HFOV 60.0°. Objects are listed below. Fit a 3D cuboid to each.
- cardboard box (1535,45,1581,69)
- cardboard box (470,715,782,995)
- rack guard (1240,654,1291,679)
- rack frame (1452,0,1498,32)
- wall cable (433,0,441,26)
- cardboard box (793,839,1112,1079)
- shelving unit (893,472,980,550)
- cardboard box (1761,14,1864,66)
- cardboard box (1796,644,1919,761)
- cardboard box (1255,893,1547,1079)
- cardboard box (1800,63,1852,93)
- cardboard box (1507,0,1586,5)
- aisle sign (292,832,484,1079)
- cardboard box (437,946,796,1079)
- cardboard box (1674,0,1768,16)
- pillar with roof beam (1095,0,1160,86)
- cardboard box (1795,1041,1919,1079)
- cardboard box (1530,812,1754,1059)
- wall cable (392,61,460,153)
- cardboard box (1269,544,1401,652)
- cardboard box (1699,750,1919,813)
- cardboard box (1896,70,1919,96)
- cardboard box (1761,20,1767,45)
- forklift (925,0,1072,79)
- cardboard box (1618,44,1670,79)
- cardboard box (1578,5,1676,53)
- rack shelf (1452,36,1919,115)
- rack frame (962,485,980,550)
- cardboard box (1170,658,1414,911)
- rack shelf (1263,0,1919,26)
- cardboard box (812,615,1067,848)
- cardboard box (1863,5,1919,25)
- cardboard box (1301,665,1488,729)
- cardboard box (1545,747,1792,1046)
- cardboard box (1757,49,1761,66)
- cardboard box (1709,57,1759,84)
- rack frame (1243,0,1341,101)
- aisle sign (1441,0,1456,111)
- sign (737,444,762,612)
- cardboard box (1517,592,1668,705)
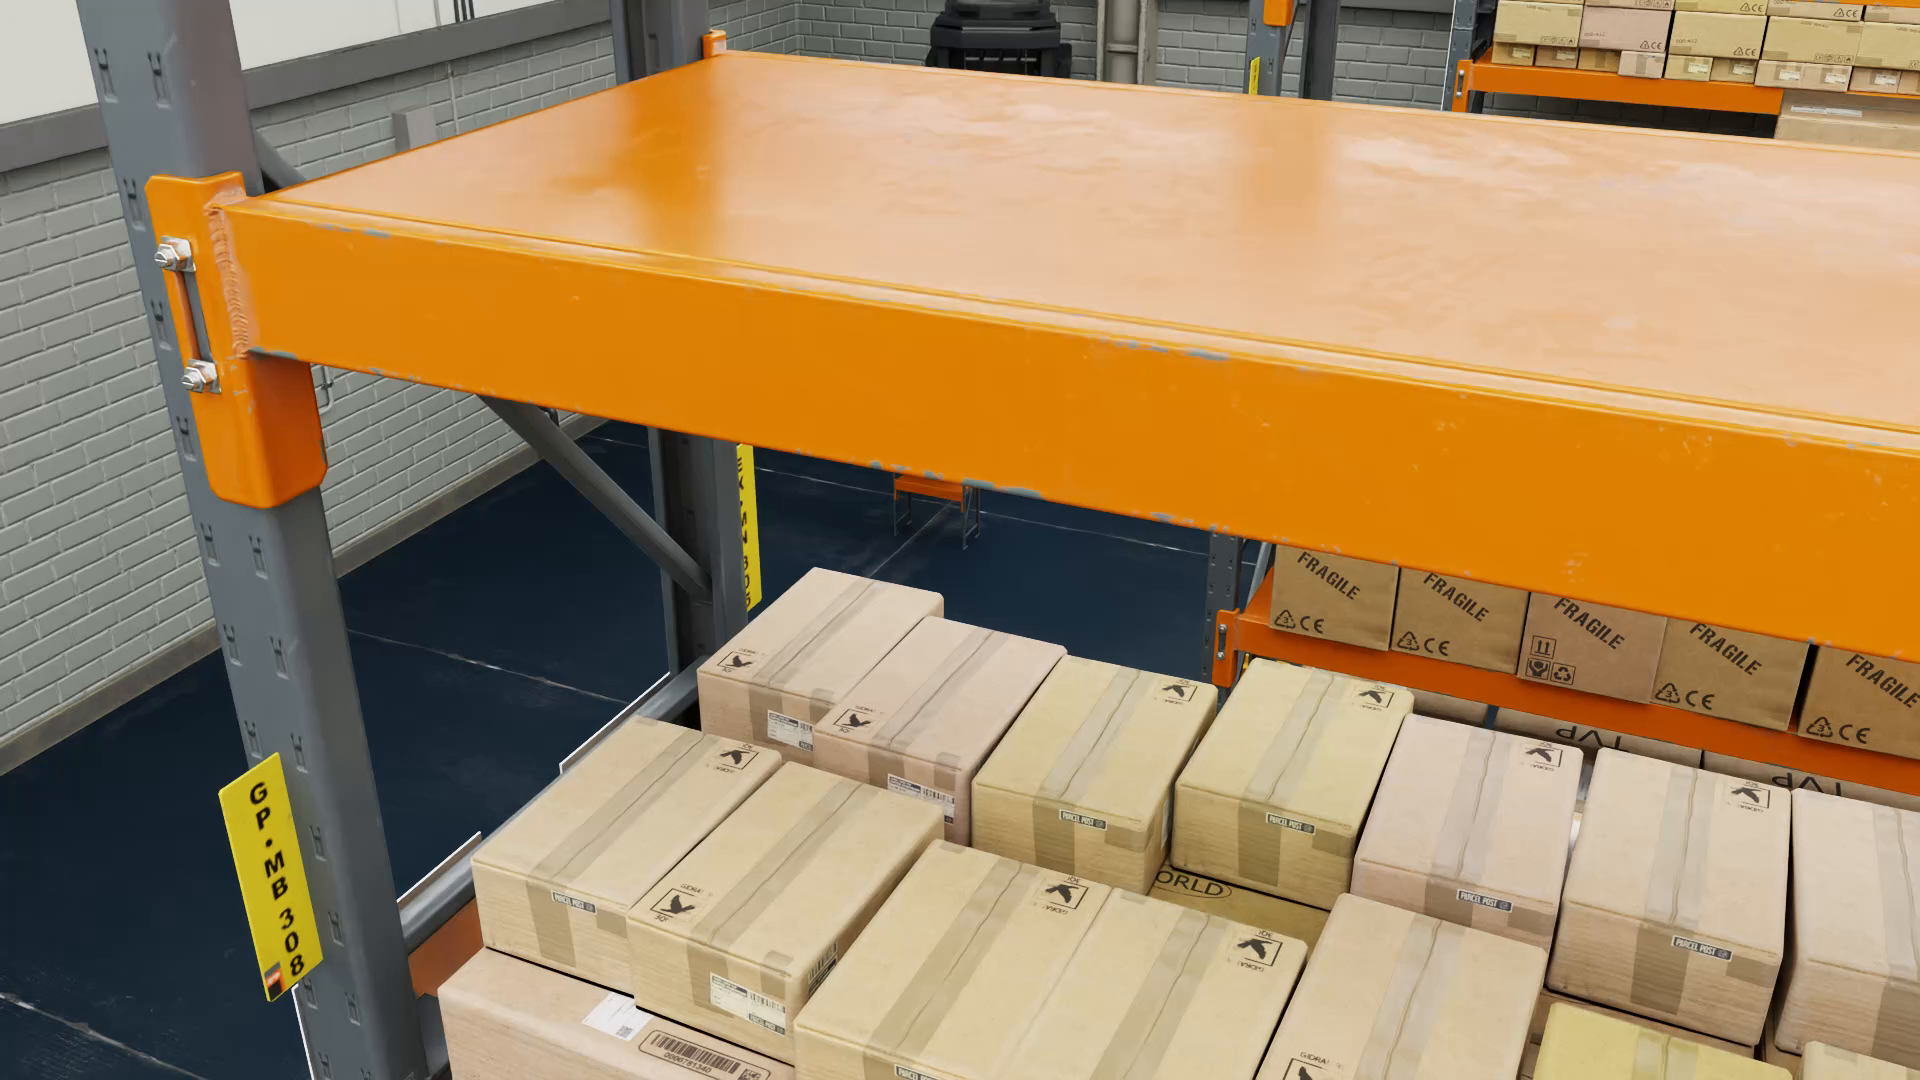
[{"bbox_3d":[3.811,-3.102,10.543,0.250,0.149,0.380,12,29,23],"label":"cardboard box"},{"bbox_3d":[-0.440,0.416,2.265,0.250,0.149,0.380,11,28,21],"label":"cardboard box"},{"bbox_3d":[1.295,1.055,8.041,0.348,0.500,1.175,11,28,22],"label":"rack guard"},{"bbox_3d":[3.368,-4.750,10.210,0.127,3.000,1.000,11,28,22],"label":"rack frame"},{"bbox_3d":[-3.664,-3.982,8.650,0.029,3.000,2.355,11,28,22],"label":"wall cable"},{"bbox_3d":[0.002,0.549,1.996,0.250,0.149,0.380,11,28,22],"label":"cardboard box"},{"bbox_3d":[-0.151,-0.569,10.546,0.503,1.200,0.258,11,28,22],"label":"shelving unit"},{"bbox_3d":[5.071,-3.011,9.906,0.500,0.250,0.500,11,28,21],"label":"cardboard box"},{"bbox_3d":[3.496,0.465,6.297,0.500,0.500,0.500,11,28,21],"label":"cardboard box"},{"bbox_3d":[0.501,0.598,1.895,0.250,0.149,0.380,12,29,23],"label":"cardboard box"},{"bbox_3d":[5.146,-2.777,9.882,0.250,0.149,0.380,12,29,23],"label":"cardboard box"},{"bbox_3d":[3.668,-3.512,10.359,0.500,0.250,0.500,11,28,21],"label":"cardboard box"},{"bbox_3d":[-0.831,0.888,2.607,0.004,0.787,0.394,11,28,22],"label":"aisle sign"},{"bbox_3d":[-0.339,0.631,2.281,0.500,0.250,0.500,12,29,23],"label":"cardboard box"},{"bbox_3d":[4.586,-3.326,9.980,0.500,0.250,0.500,11,28,21],"label":"cardboard box"},{"bbox_3d":[-0.495,-3.874,8.431,0.400,9.000,9.100,11,28,22],"label":"pillar with roof beam"},{"bbox_3d":[0.962,0.712,1.664,0.250,0.149,0.380,12,29,24],"label":"cardboard box"},{"bbox_3d":[0.816,0.614,2.315,0.500,0.250,0.500,12,29,23],"label":"cardboard box"},{"bbox_3d":[-3.249,-2.112,10.493,0.122,1.984,0.588,11,28,22],"label":"wall cable"},{"bbox_3d":[1.635,0.097,7.045,0.500,0.500,0.500,11,28,21],"label":"cardboard box"},{"bbox_3d":[3.616,1.309,7.120,0.875,0.438,0.875,10,28,20],"label":"cardboard box"},{"bbox_3d":[5.644,-2.713,9.753,0.250,0.149,0.380,12,29,24],"label":"cardboard box"},{"bbox_3d":[5.282,-3.223,10.337,0.500,0.250,0.500,12,29,23],"label":"cardboard box"},{"bbox_3d":[0.300,-2.760,13.037,1.130,2.935,3.031,2,26,4],"label":"forklift"},{"bbox_3d":[4.222,-2.962,10.258,0.250,0.149,0.380,12,29,23],"label":"cardboard box"},{"bbox_3d":[4.130,-3.195,10.280,0.500,0.250,0.500,12,29,23],"label":"cardboard box"},{"bbox_3d":[5.189,-2.716,10.288,4.000,0.370,1.077,11,28,22],"label":"rack shelf"},{"bbox_3d":[0.071,-0.524,10.456,0.015,1.200,0.240,11,28,22],"label":"rack frame"},{"bbox_3d":[0.487,0.344,2.412,0.250,0.149,0.380,12,29,23],"label":"cardboard box"},{"bbox_3d":[3.137,-1.885,5.659,4.000,0.370,1.077,11,28,22],"label":"rack shelf"},{"bbox_3d":[-0.023,0.284,2.534,0.250,0.149,0.380,12,29,23],"label":"cardboard box"},{"bbox_3d":[5.527,-3.144,9.611,0.500,0.250,0.500,12,29,23],"label":"cardboard box"},{"bbox_3d":[1.959,0.980,7.789,0.875,0.438,0.875,10,28,20],"label":"cardboard box"},{"bbox_3d":[0.937,0.455,2.187,0.250,0.149,0.380,12,29,23],"label":"cardboard box"},{"bbox_3d":[4.974,-3.119,10.578,0.250,0.149,0.380,11,28,21],"label":"cardboard box"},{"bbox_3d":[4.714,-2.896,10.125,0.250,0.149,0.380,11,28,21],"label":"cardboard box"},{"bbox_3d":[1.317,-2.753,6.155,0.127,3.000,1.000,11,28,22],"label":"rack frame"},{"bbox_3d":[3.184,-3.119,10.746,0.004,0.787,0.394,11,28,22],"label":"aisle sign"},{"bbox_3d":[-0.392,-0.015,2.987,0.005,0.325,0.100,11,28,22],"label":"sign"},{"bbox_3d":[2.562,0.278,6.676,0.500,0.500,0.500,11,28,22],"label":"cardboard box"}]
